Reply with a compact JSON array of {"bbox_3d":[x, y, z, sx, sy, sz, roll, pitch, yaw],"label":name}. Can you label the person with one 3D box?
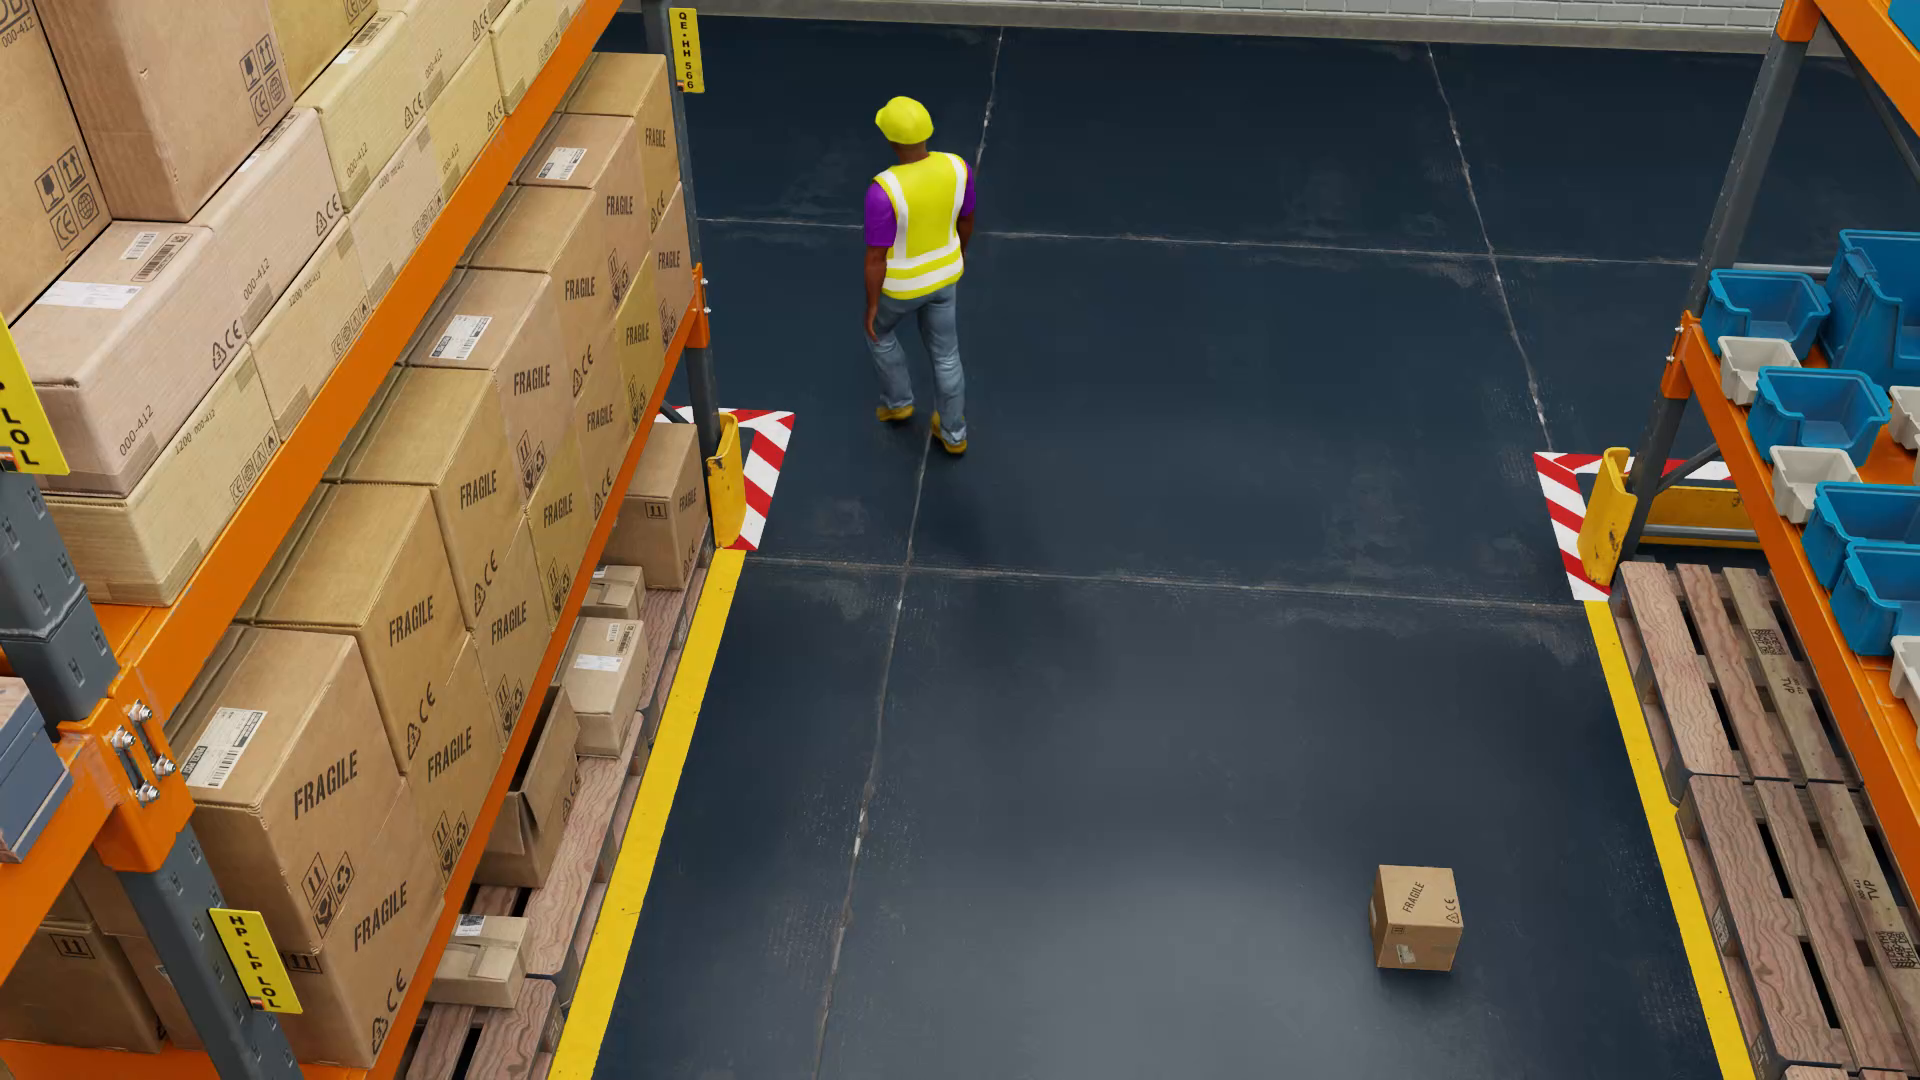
[{"bbox_3d":[-0.212,-1.183,7.581,0.637,1.817,0.621,-20,44,-22],"label":"person"}]
